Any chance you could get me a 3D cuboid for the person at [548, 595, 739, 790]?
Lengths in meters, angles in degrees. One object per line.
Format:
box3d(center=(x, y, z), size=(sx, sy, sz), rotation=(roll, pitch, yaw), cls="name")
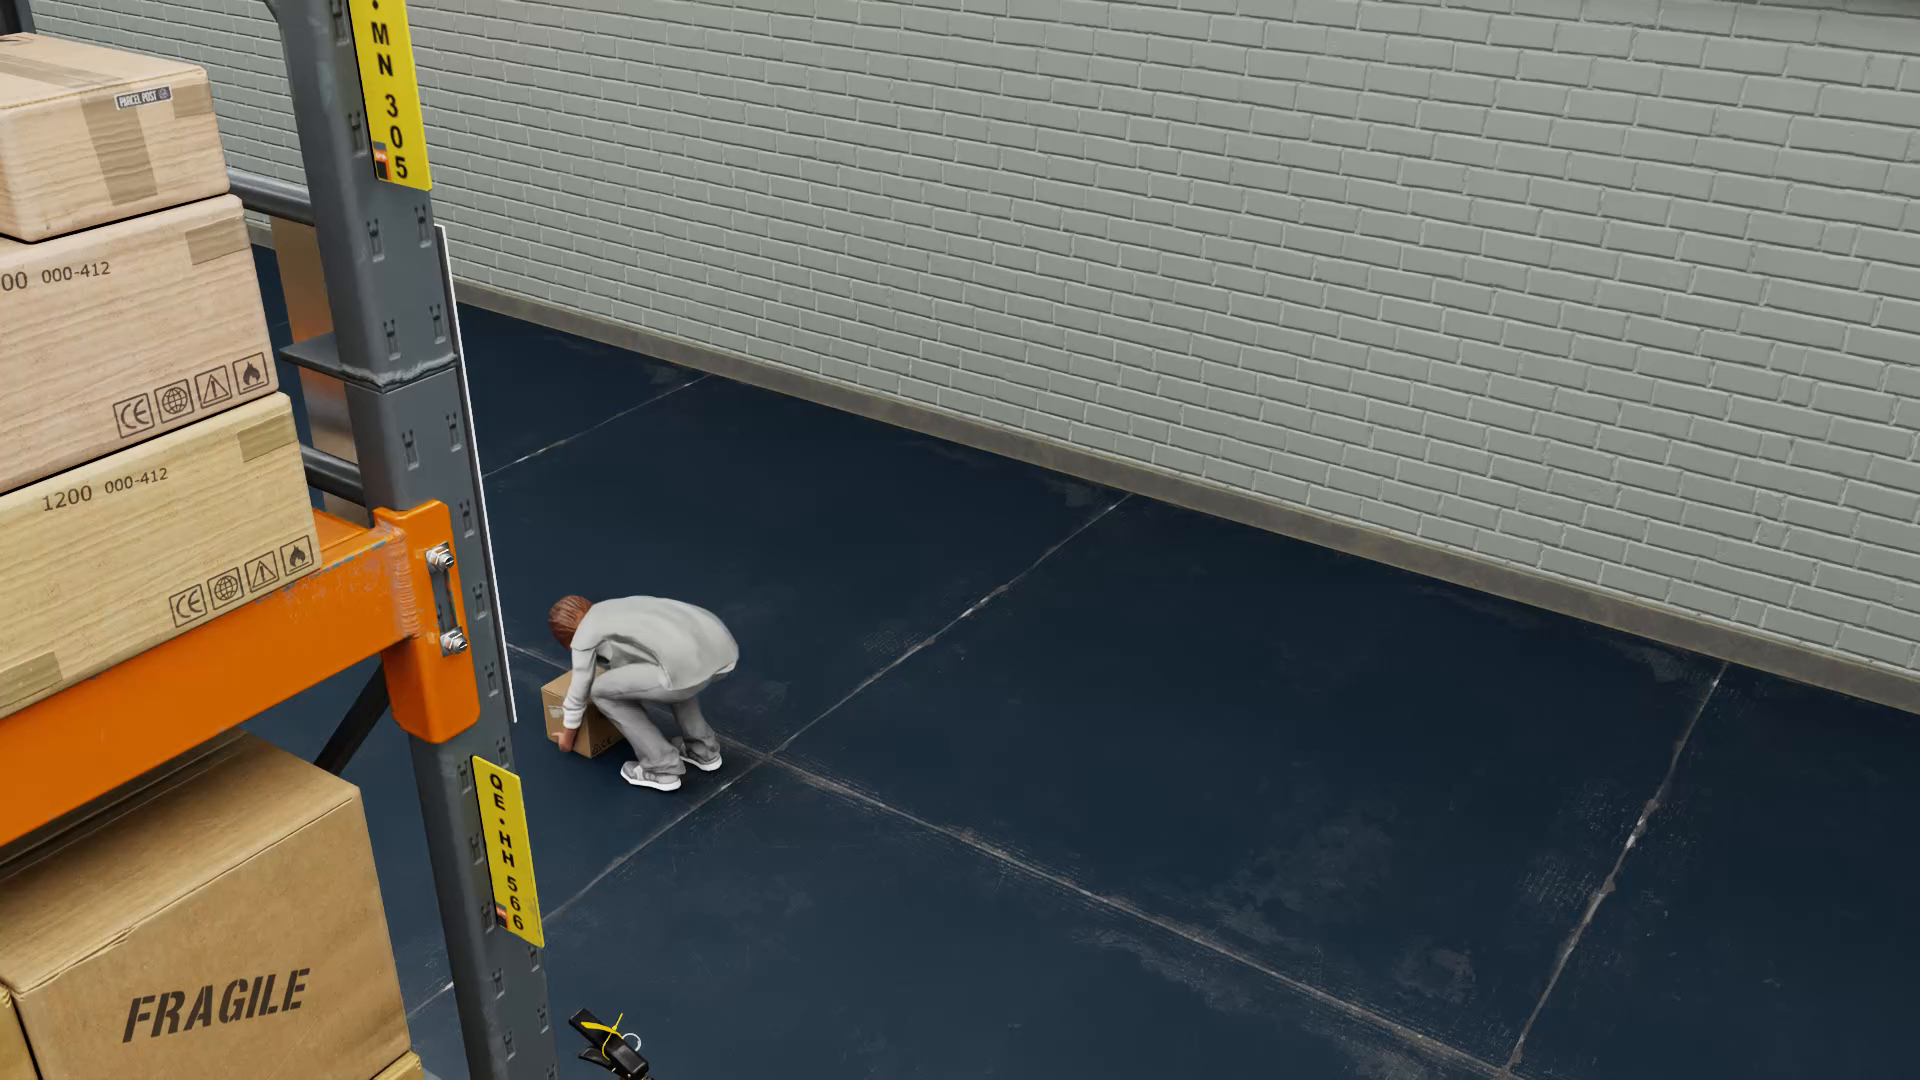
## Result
box3d(center=(-1.244, 0.562, 6.480), size=(0.871, 0.778, 0.422), rotation=(16, 32, 29), cls="person")
